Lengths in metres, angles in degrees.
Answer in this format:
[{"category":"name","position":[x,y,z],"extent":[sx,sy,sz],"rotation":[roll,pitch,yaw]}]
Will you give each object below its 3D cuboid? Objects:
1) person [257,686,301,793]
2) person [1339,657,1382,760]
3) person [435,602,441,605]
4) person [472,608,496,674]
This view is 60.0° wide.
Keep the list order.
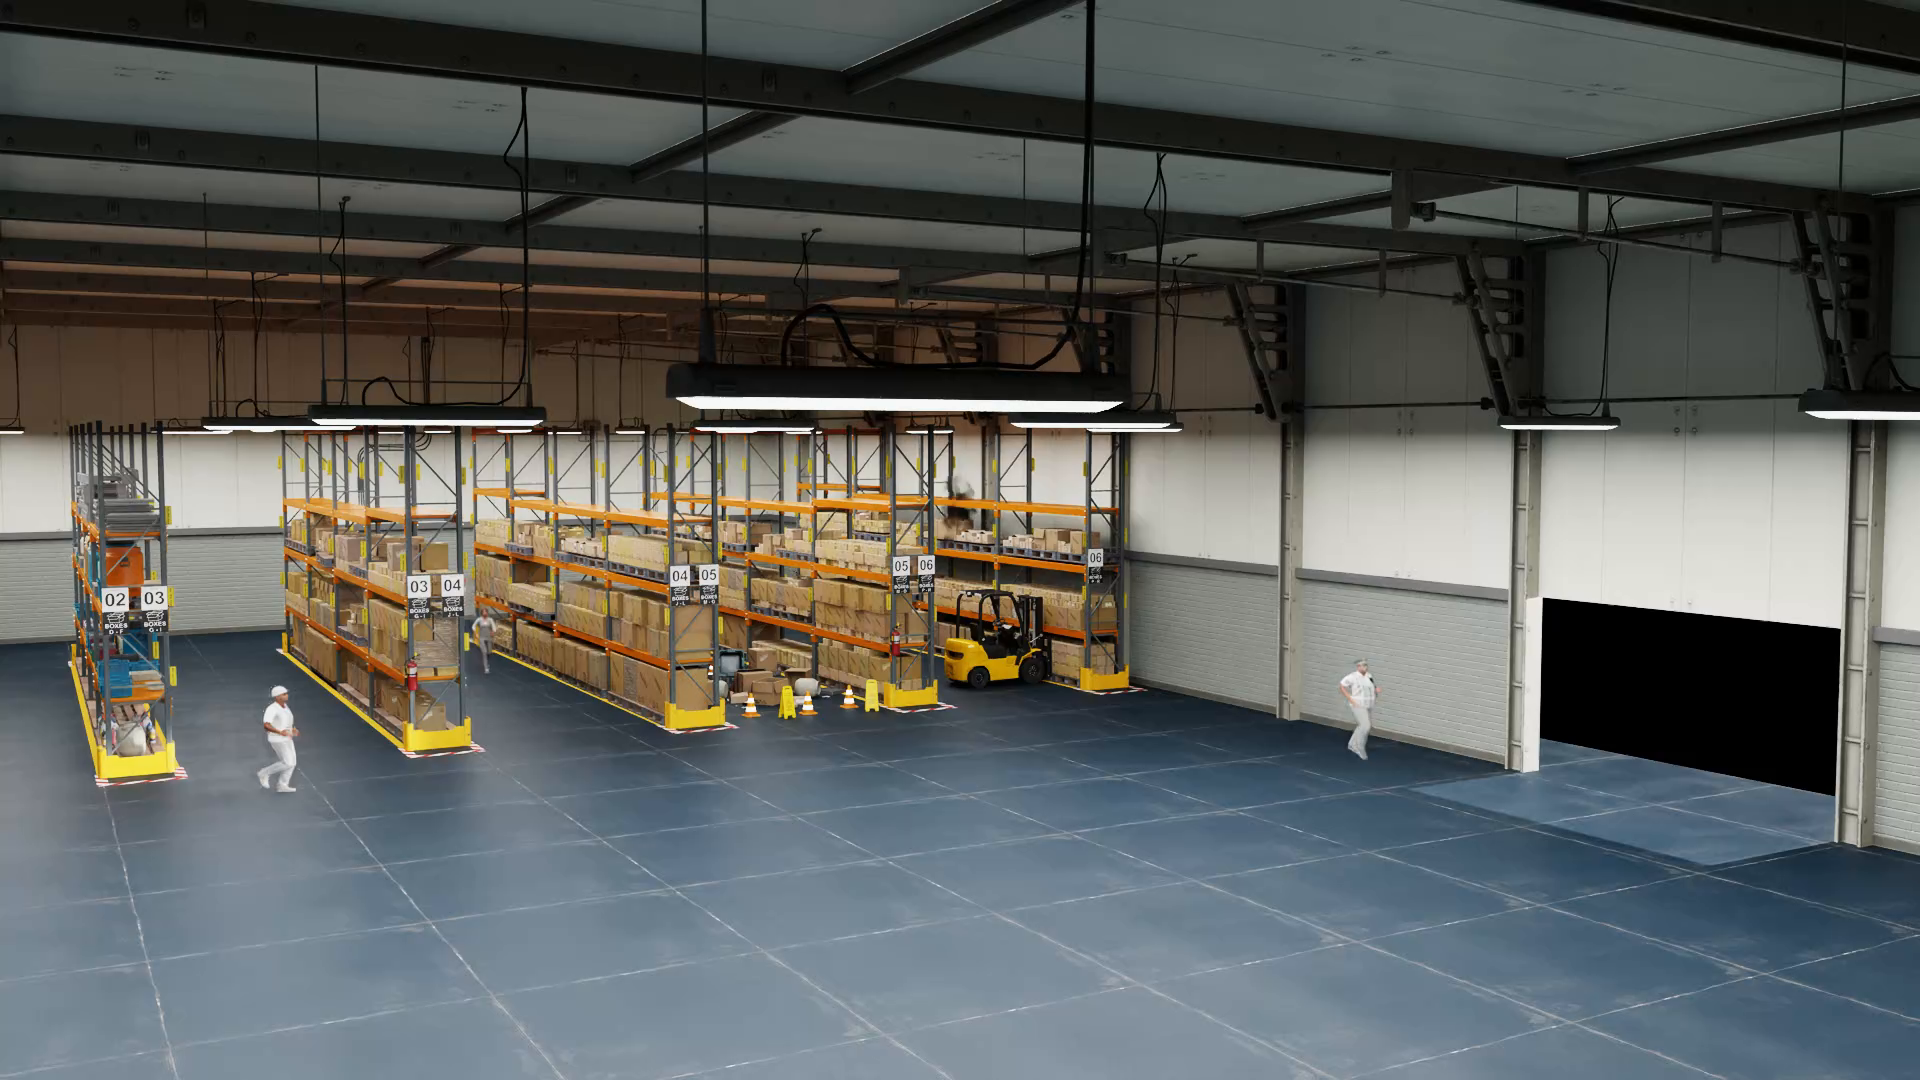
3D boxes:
[{"category":"person","position":[-10.961,3.206,26.749],"extent":[0.596,1.722,0.690],"rotation":[0,4,-1]},{"category":"person","position":[7.205,3.011,29.740],"extent":[0.637,1.844,0.725],"rotation":[-3,5,-39]},{"category":"person","position":[-14.850,1.987,46.806],"extent":[0.739,1.699,0.521],"rotation":[2,4,30]},{"category":"person","position":[-11.583,2.431,40.484],"extent":[0.559,1.584,0.724],"rotation":[-2,4,-27]}]
